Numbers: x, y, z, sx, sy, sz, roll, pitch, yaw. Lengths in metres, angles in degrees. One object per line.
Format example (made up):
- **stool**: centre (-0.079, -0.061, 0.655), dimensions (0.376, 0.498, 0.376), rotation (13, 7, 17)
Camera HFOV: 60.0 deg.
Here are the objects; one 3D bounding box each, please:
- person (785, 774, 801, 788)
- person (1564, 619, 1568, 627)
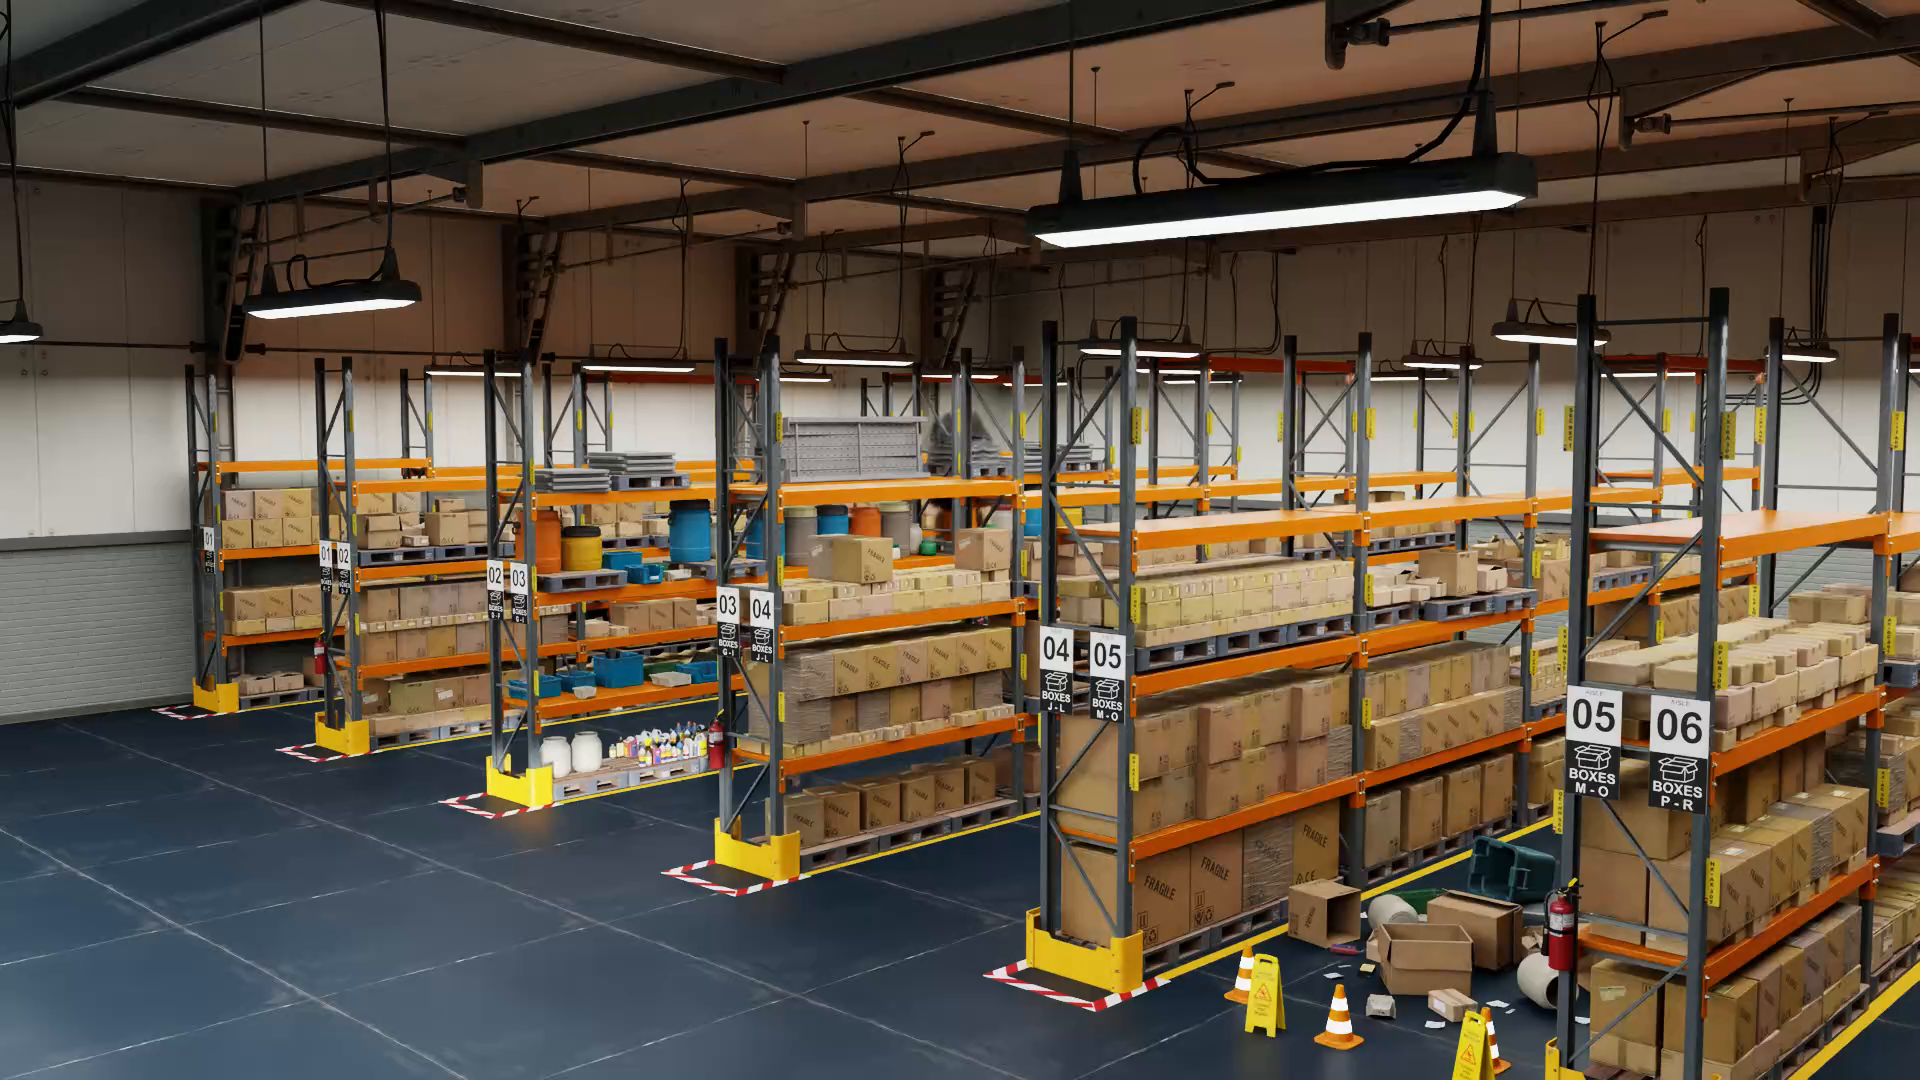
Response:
- **person**: centre (-2.398, 2.629, 22.977), dimensions (0.578, 1.584, 0.935), rotation (1, 4, 10)
- **person**: centre (11.070, 2.012, 29.984), dimensions (0.564, 1.720, 0.736), rotation (-3, 6, -38)
